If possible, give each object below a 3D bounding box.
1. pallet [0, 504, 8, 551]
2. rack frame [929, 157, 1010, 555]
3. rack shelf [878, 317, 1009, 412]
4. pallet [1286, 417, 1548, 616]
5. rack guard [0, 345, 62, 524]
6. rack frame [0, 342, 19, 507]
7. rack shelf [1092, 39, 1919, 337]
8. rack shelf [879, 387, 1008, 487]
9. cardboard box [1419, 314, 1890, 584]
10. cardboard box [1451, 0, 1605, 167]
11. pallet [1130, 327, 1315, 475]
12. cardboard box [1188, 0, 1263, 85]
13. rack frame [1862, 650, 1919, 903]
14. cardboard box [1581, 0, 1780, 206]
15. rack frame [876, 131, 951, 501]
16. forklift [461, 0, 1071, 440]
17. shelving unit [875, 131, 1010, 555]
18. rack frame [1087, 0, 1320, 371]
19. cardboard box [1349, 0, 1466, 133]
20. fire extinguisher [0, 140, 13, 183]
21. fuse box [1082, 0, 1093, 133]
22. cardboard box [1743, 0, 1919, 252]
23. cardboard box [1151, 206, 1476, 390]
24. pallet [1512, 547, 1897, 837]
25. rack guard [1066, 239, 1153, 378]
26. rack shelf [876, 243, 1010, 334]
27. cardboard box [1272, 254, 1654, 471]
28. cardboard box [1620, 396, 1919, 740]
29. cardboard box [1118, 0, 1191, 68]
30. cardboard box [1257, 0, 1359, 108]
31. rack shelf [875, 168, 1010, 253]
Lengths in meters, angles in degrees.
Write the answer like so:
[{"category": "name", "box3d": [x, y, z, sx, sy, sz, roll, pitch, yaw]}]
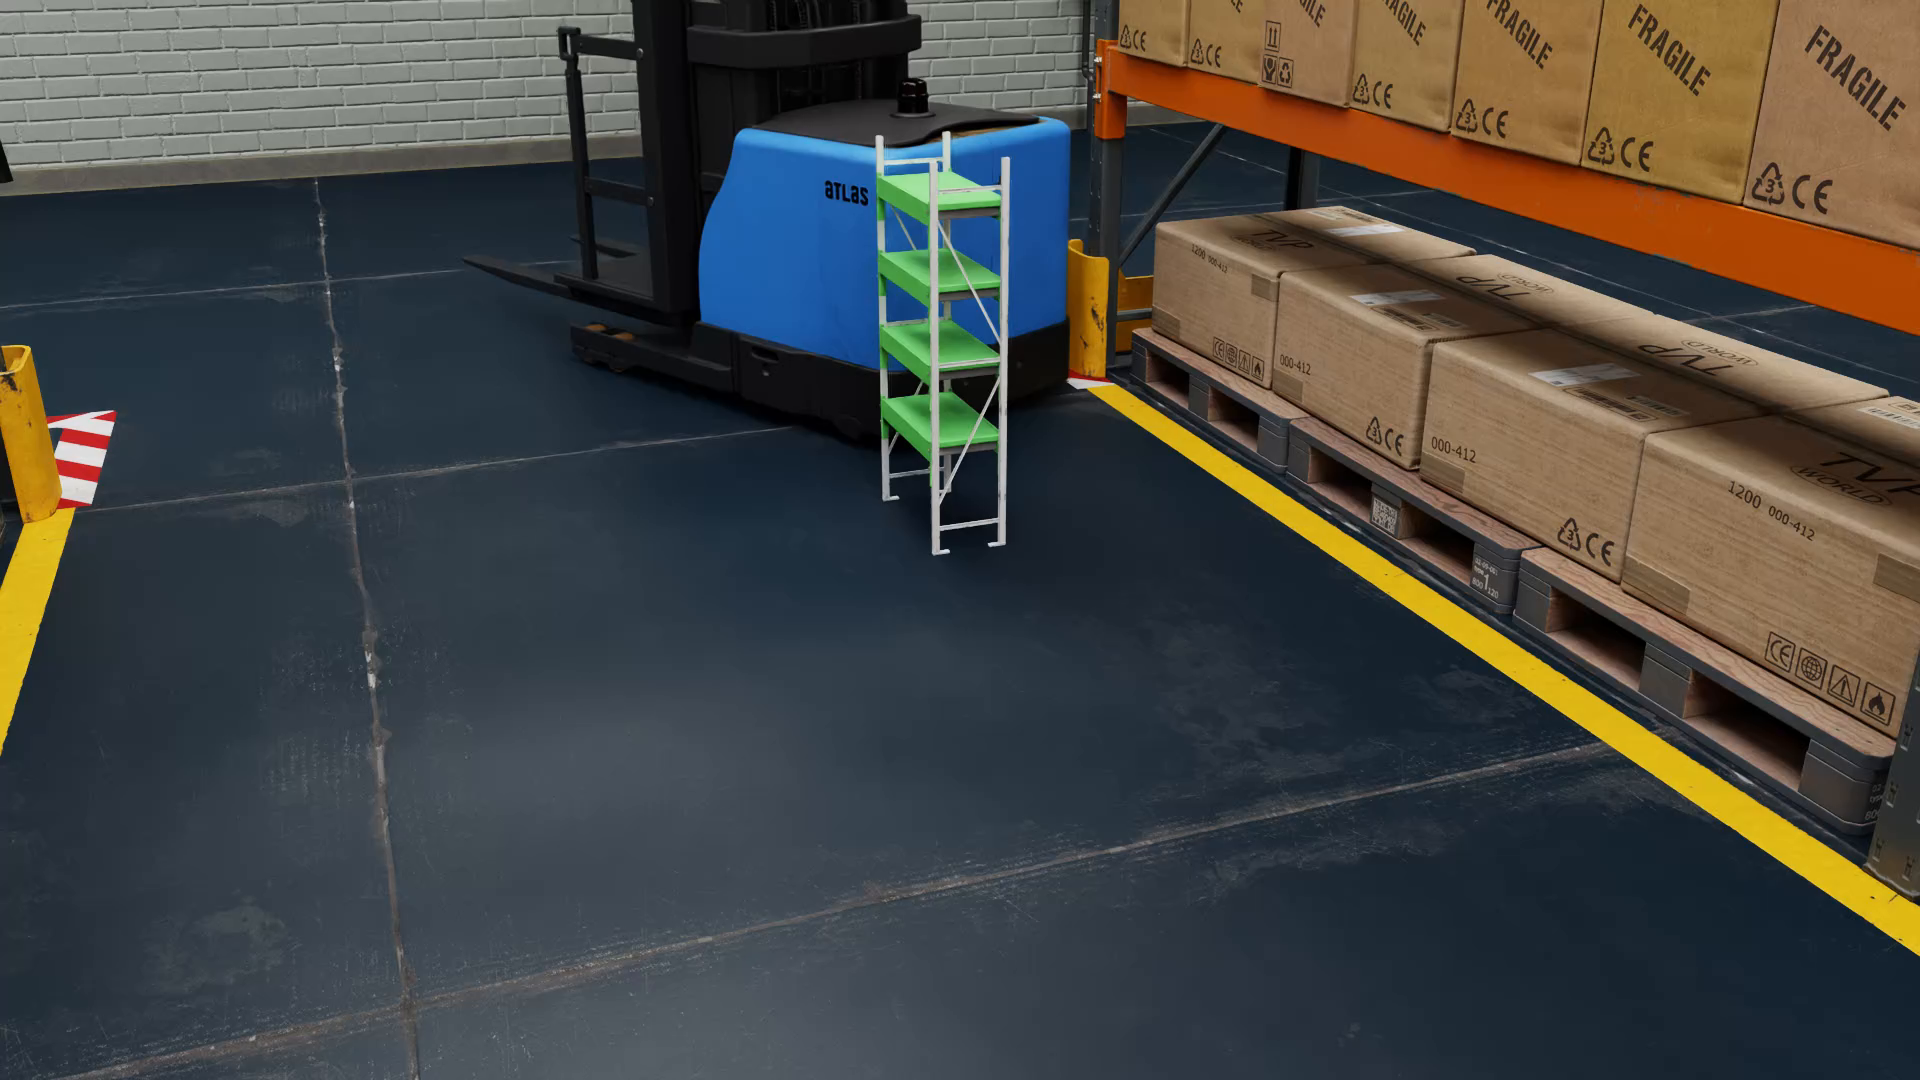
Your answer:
[{"category": "pallet", "box3d": [-3.303, 0.156, 4.608, 1.003, 0.211, 1.213, -8, 24, -19]}, {"category": "rack frame", "box3d": [0.028, -0.524, 4.949, 0.240, 1.200, 0.015, -8, 24, -19]}, {"category": "rack shelf", "box3d": [-0.058, -0.554, 5.184, 0.258, 0.148, 0.480, -8, 24, -19]}, {"category": "pallet", "box3d": [1.794, -0.165, 5.370, 1.003, 0.211, 1.213, -8, 24, -19]}, {"category": "rack guard", "box3d": [-3.557, -0.277, 5.264, 1.175, 0.500, 0.348, -8, 24, -19]}, {"category": "rack frame", "box3d": [-3.584, -1.457, 4.844, 1.000, 3.000, 0.127, -8, 24, -19]}, {"category": "rack shelf", "box3d": [1.718, -1.114, 4.958, 1.077, 0.370, 4.000, -8, 24, -19]}, {"category": "rack shelf", "box3d": [-0.058, -0.333, 5.278, 0.258, 0.148, 0.480, -8, 24, -19]}, {"category": "cardboard box", "box3d": [1.986, -0.300, 4.858, 0.875, 0.438, 0.875, -9, 25, -21]}, {"category": "cardboard box", "box3d": [1.643, -1.265, 4.262, 0.500, 0.500, 0.500, -9, 24, -20]}, {"category": "pallet", "box3d": [1.367, -0.608, 6.420, 1.003, 0.211, 1.213, -8, 24, -19]}, {"category": "cardboard box", "box3d": [1.117, -1.825, 5.589, 0.500, 0.500, 0.500, -9, 24, -20]}, {"category": "rack frame", "box3d": [2.425, -0.719, 3.094, 1.000, 3.000, 0.127, -8, 24, -19]}, {"category": "cardboard box", "box3d": [1.835, -1.085, 3.833, 0.500, 0.500, 0.500, -9, 24, -20]}, {"category": "rack frame", "box3d": [-0.145, -0.702, 5.370, 0.240, 1.200, 0.015, -8, 24, -19]}, {"category": "forklift", "box3d": [-1.002, -2.176, 6.640, 3.031, 2.935, 1.130, 19, 30, 38]}, {"category": "shelving unit", "box3d": [-0.058, -0.613, 5.160, 0.258, 1.200, 0.503, -8, 24, -19]}, {"category": "rack frame", "box3d": [1.012, -2.172, 6.542, 1.000, 3.000, 0.127, -8, 24, -19]}, {"category": "cardboard box", "box3d": [1.473, -1.458, 4.718, 0.500, 0.500, 0.500, -8, 24, -17]}, {"category": "fire extinguisher", "box3d": [-3.241, -1.404, 5.299, 0.296, 0.674, 0.183, -8, 24, -19]}, {"category": "fuse box", "box3d": [1.015, -3.860, 12.204, 0.539, 1.711, 0.414, -8, 24, -19]}, {"category": "cardboard box", "box3d": [2.022, -0.899, 3.391, 0.500, 0.500, 0.500, -8, 24, -19]}, {"category": "cardboard box", "box3d": [1.338, -0.959, 6.422, 0.875, 0.438, 0.875, -9, 25, -21]}, {"category": "pallet", "box3d": [2.229, 0.279, 4.317, 1.003, 0.211, 1.213, -8, 24, -19]}, {"category": "rack guard", "box3d": [1.003, -1.029, 7.049, 1.175, 0.500, 0.348, -8, 24, -19]}, {"category": "rack shelf", "box3d": [-0.058, -0.775, 5.091, 0.258, 0.148, 0.480, -8, 24, -19]}, {"category": "cardboard box", "box3d": [1.669, -0.628, 5.636, 0.875, 0.438, 0.875, -8, 24, -18]}, {"category": "cardboard box", "box3d": [2.303, 0.025, 4.086, 0.875, 0.438, 0.875, -9, 24, -20]}, {"category": "cardboard box", "box3d": [0.913, -2.005, 6.016, 0.500, 0.500, 0.500, -9, 24, -19]}, {"category": "cardboard box", "box3d": [1.280, -1.638, 5.144, 0.500, 0.500, 0.500, -8, 24, -19]}, {"category": "rack shelf", "box3d": [-0.058, -0.996, 4.998, 0.258, 0.148, 0.480, -8, 24, -19]}]
